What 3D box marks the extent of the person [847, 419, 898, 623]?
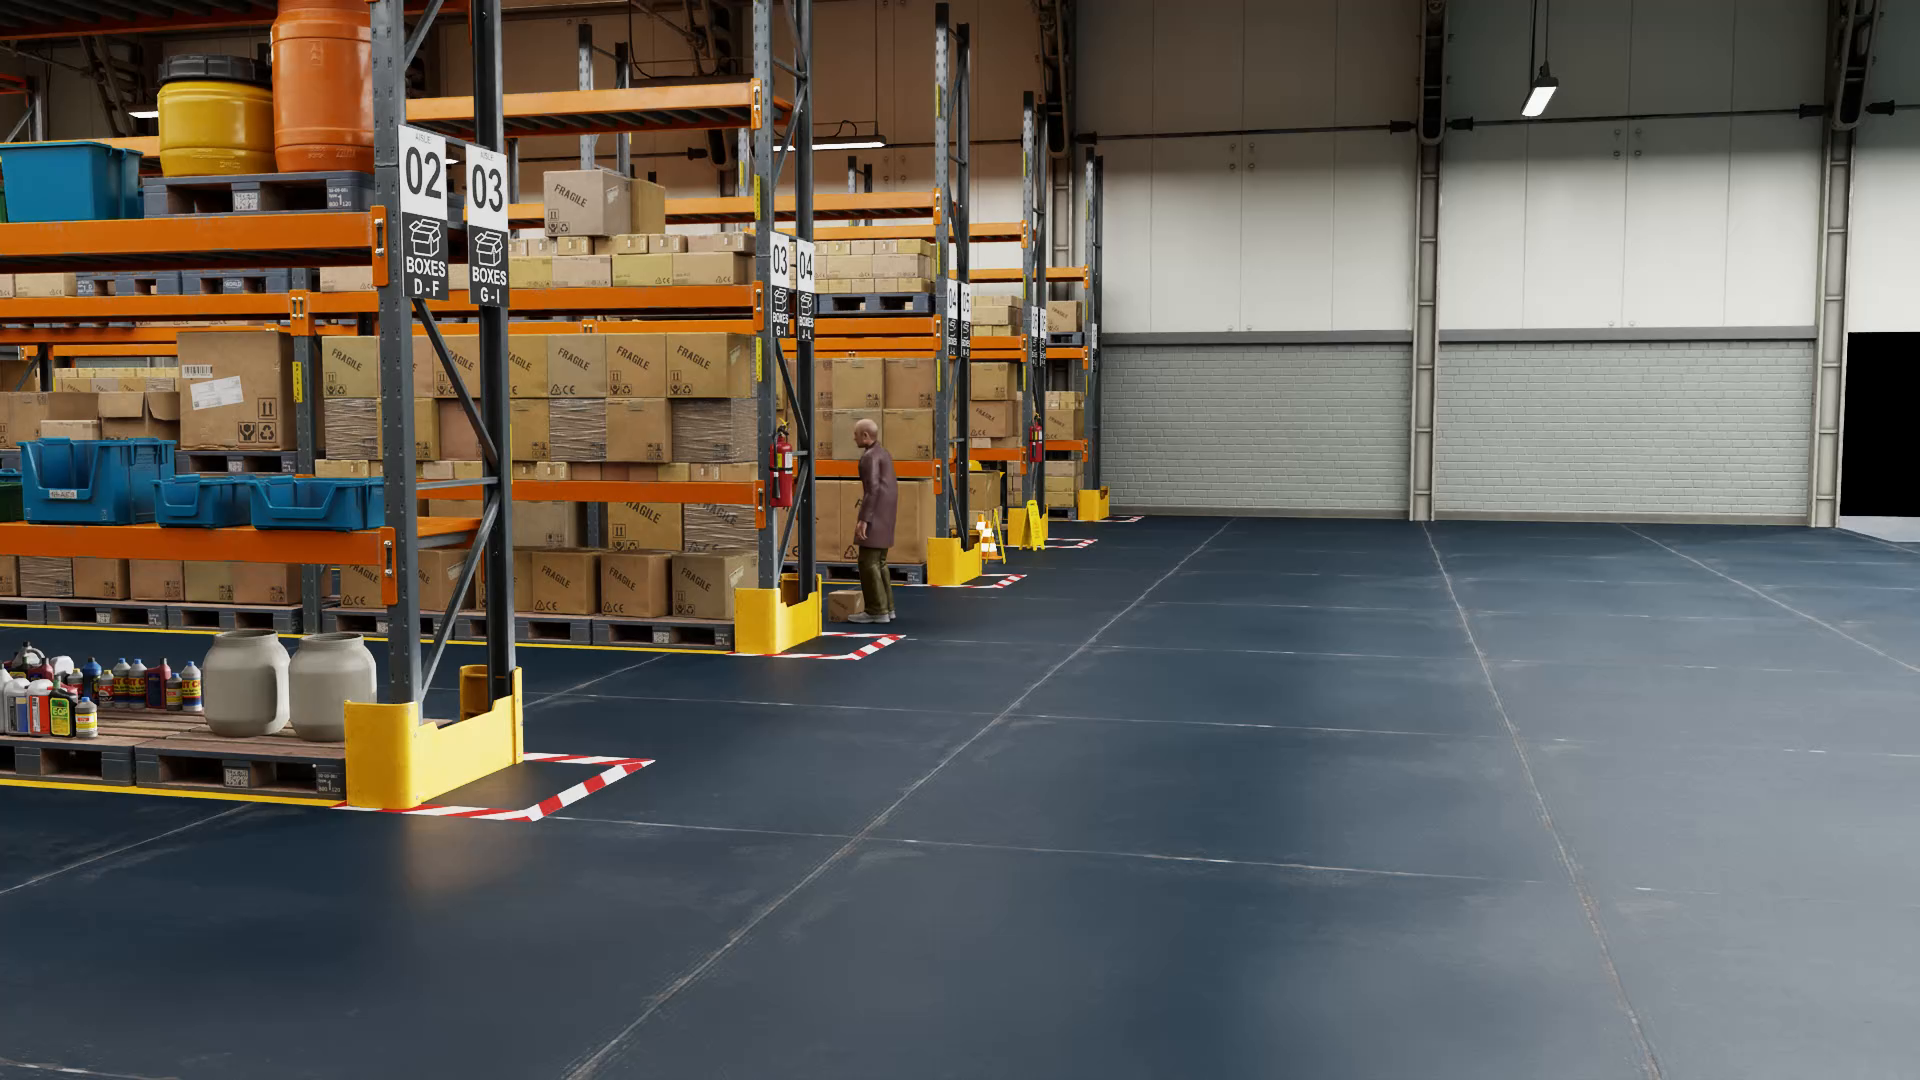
[{"bbox_3d":[-0.755,-0.171,14.534,0.418,1.774,0.650,1,5,12],"label":"person"}]
